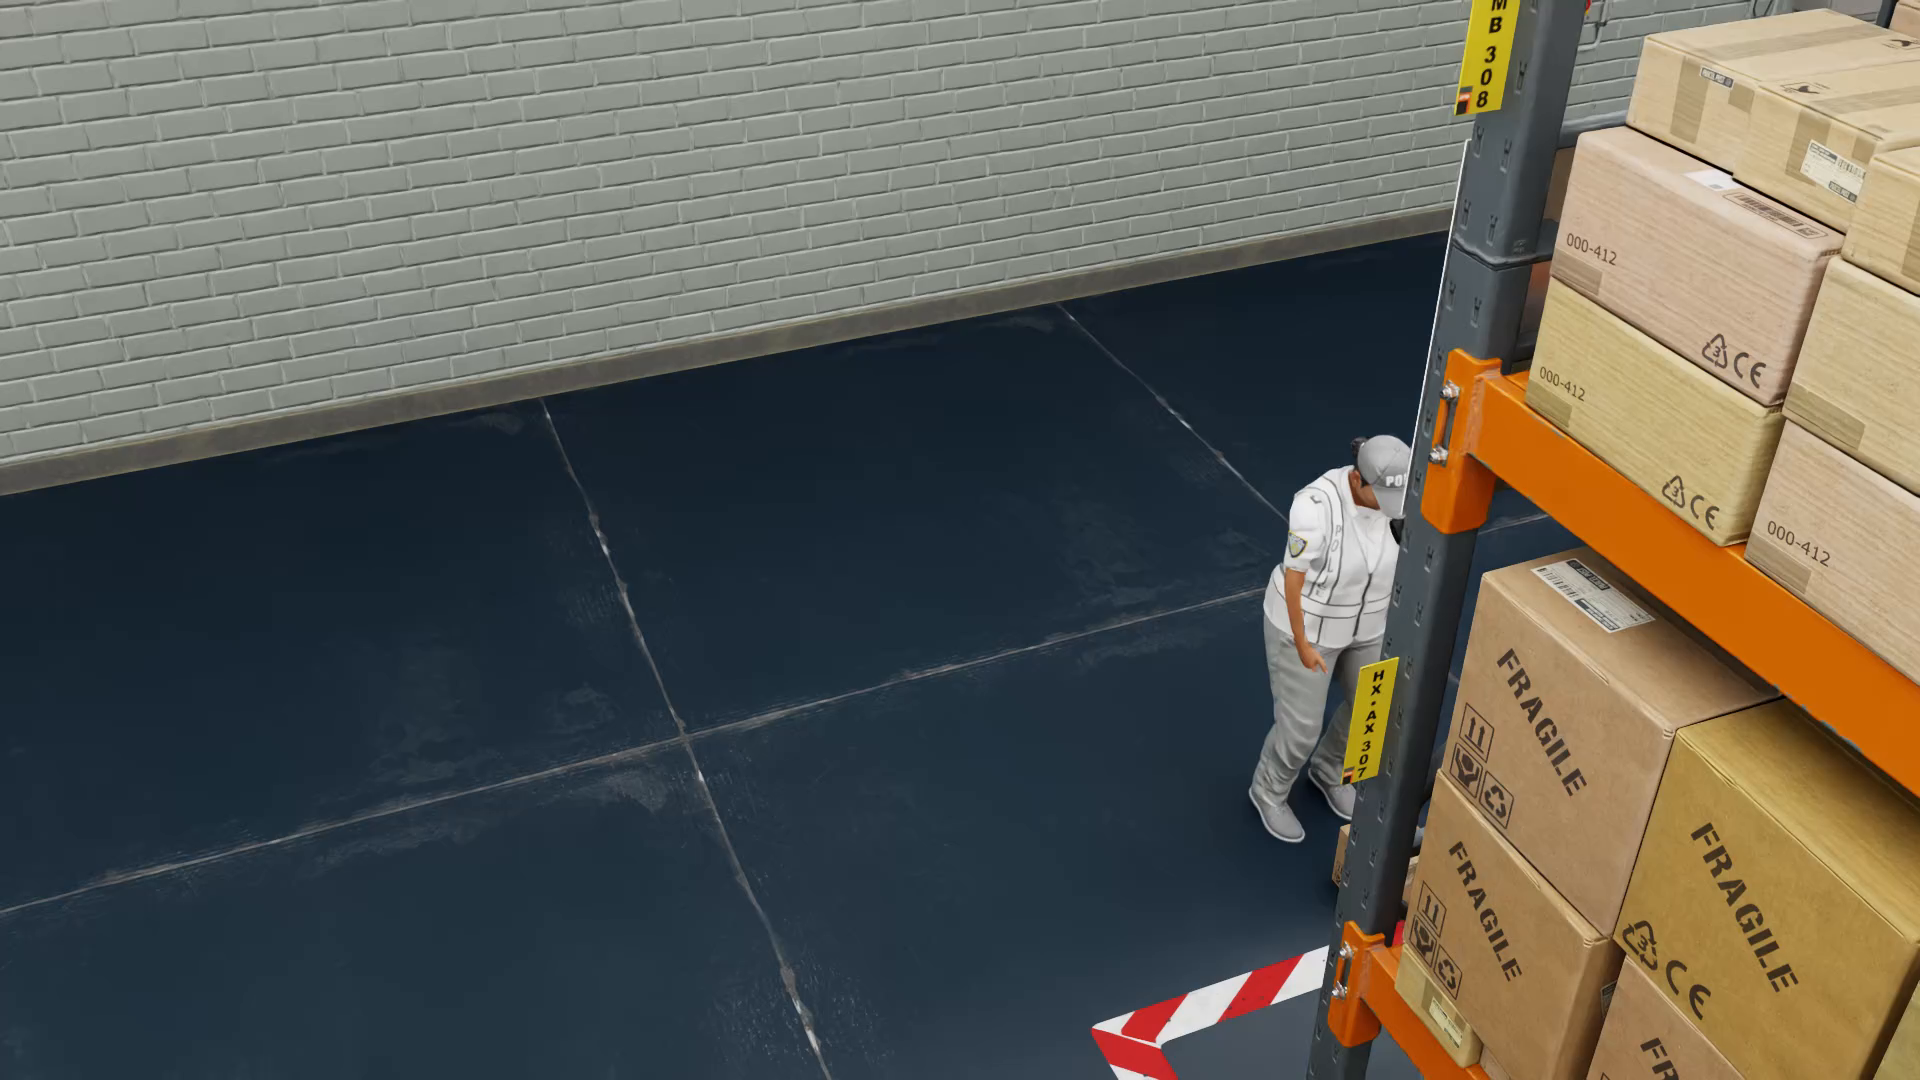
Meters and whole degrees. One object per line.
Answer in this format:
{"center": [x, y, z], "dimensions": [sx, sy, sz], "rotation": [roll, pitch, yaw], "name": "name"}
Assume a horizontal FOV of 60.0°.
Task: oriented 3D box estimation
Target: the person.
{"center": [1.315, 0.320, 5.714], "dimensions": [0.496, 1.621, 0.453], "rotation": [-12, 36, -18], "name": "person"}
